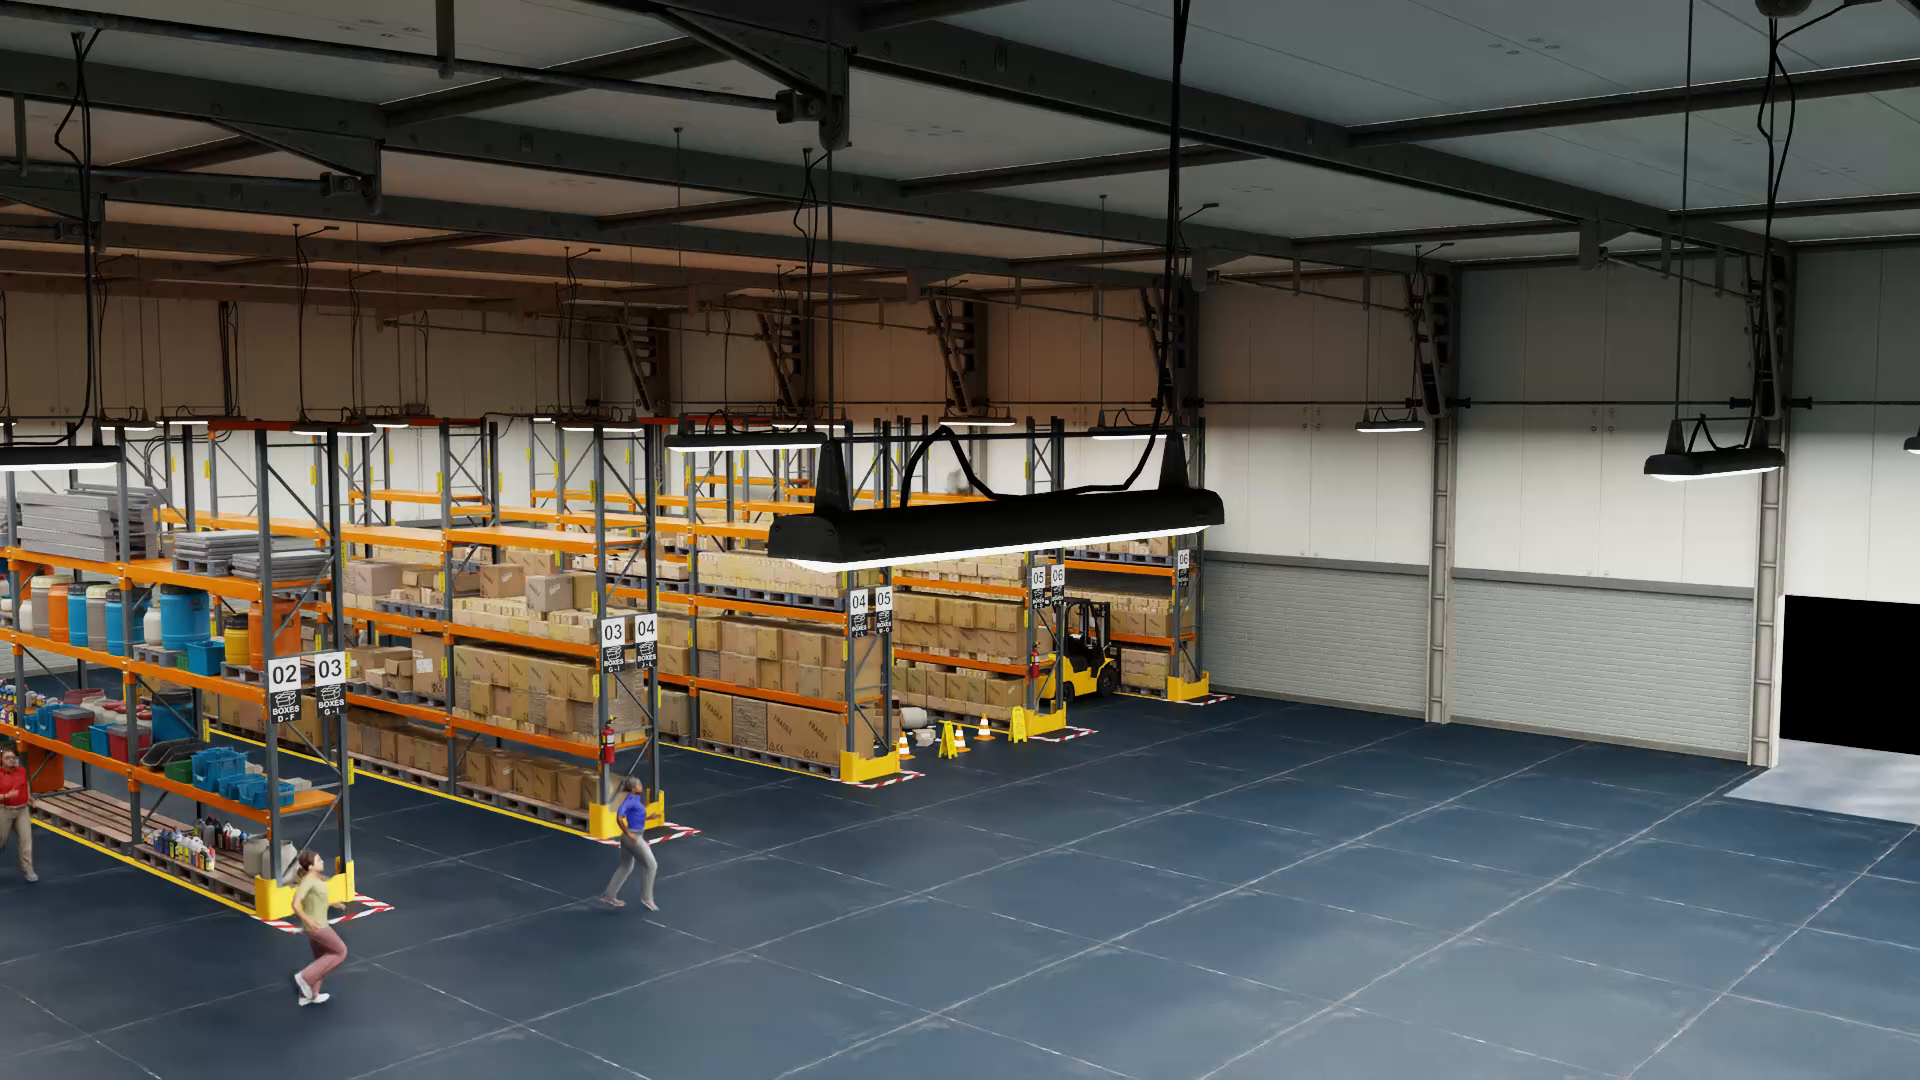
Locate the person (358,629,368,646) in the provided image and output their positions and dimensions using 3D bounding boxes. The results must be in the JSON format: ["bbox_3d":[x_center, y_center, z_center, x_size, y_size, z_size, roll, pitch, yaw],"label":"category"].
[{"bbox_3d":[-14.251,2.164,39.866,0.519,1.727,0.720,0,5,1],"label":"person"}]

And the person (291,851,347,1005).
[{"bbox_3d":[-6.734,4.064,17.490,0.536,1.629,0.579,-2,5,-21],"label":"person"}]

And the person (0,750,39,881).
[{"bbox_3d":[-12.567,3.624,22.016,0.983,1.706,0.667,3,6,36],"label":"person"}]

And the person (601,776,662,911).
[{"bbox_3d":[-4.085,3.795,20.697,0.770,1.721,0.558,-2,5,-21],"label":"person"}]
